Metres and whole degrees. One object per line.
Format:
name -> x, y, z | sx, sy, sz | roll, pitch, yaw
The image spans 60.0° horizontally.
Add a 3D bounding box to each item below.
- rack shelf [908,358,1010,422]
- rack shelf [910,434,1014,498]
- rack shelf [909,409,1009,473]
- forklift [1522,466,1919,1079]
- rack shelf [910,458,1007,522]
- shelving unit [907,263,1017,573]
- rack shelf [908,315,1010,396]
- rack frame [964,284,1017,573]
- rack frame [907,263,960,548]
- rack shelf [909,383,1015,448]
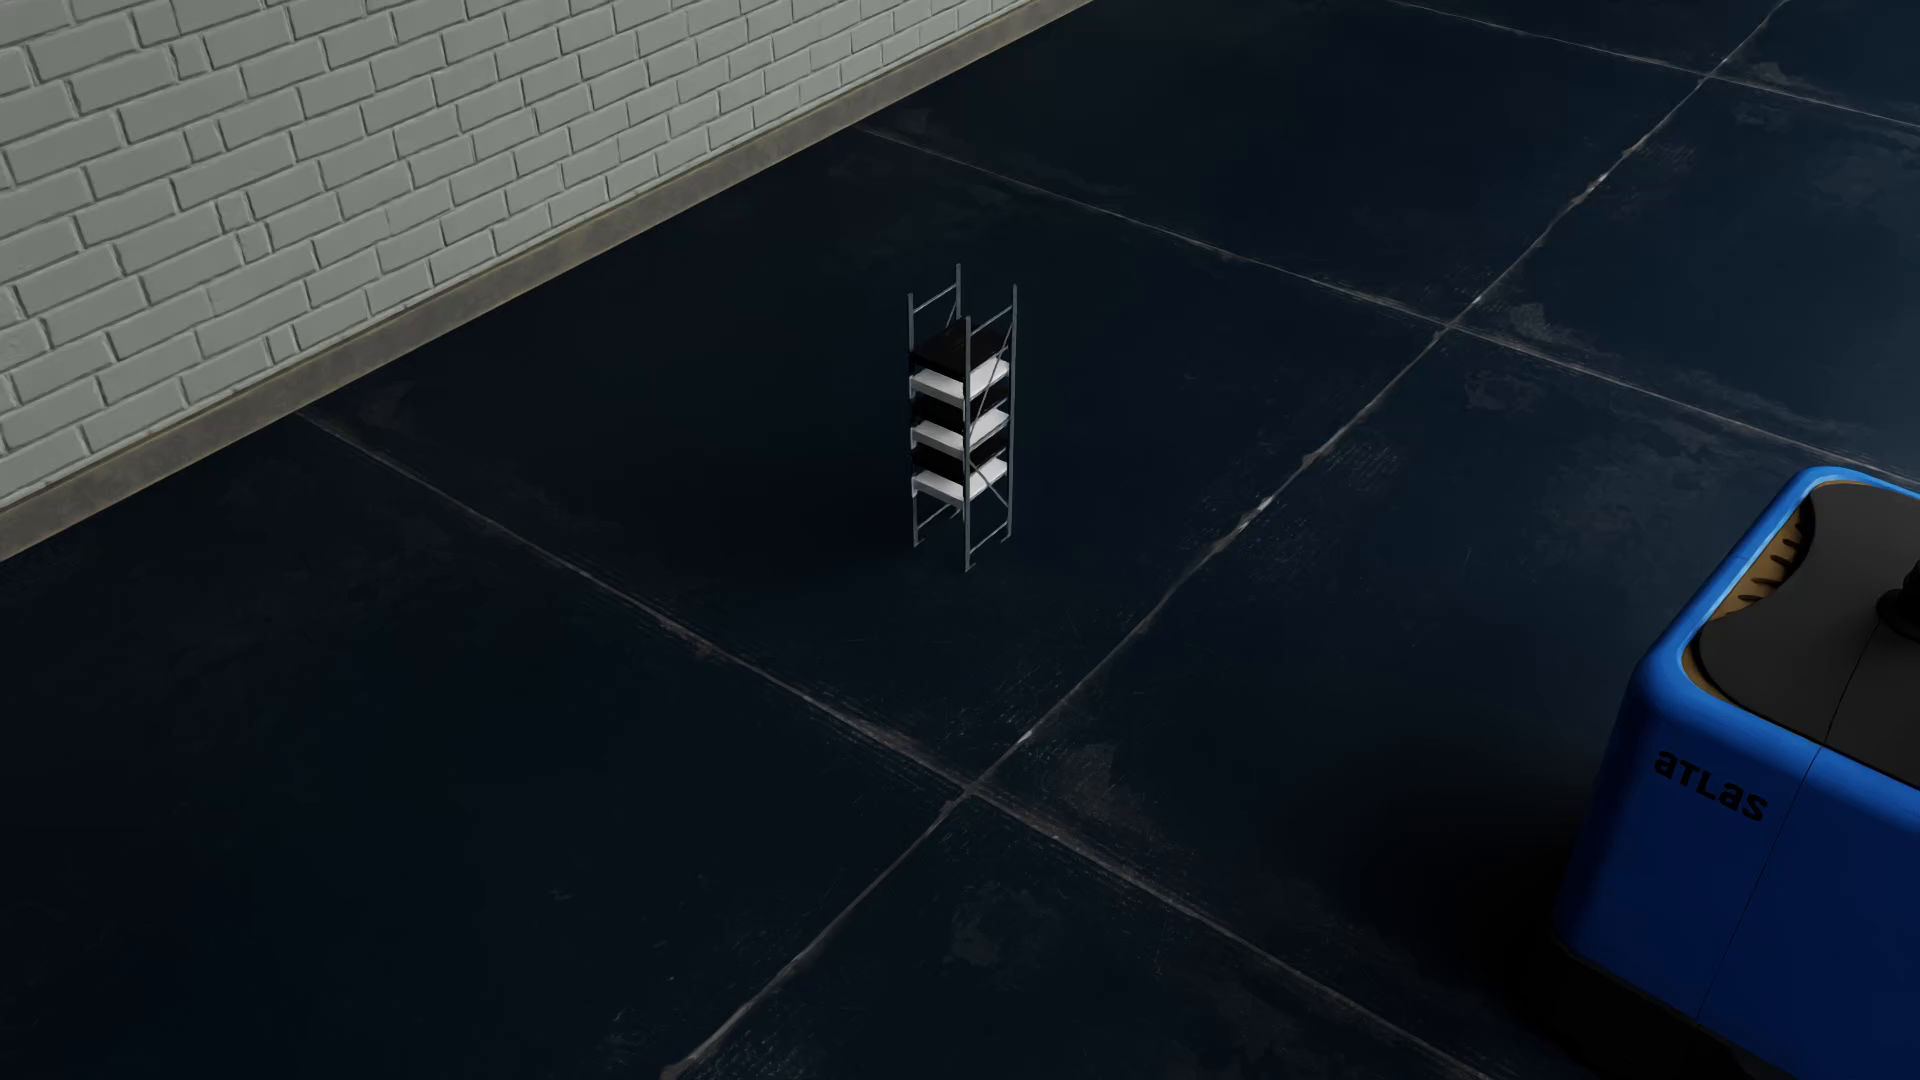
rack shelf -> 0.006, -0.467, 4.878 | 0.200, 0.077, 0.258 | 25, 45, 29
rack shelf -> 0.006, -0.254, 5.045 | 0.200, 0.077, 0.258 | 25, 45, 29
rack shelf -> 0.006, -0.325, 4.989 | 0.200, 0.077, 0.258 | 25, 45, 29
forklift -> 2.729, 0.322, 2.461 | 3.031, 2.935, 1.130 | 28, 46, 31
rack shelf -> 0.006, -0.183, 5.100 | 0.200, 0.077, 0.258 | 25, 45, 29
shelving unit -> 0.006, -0.351, 4.969 | 0.210, 0.900, 0.258 | 25, 45, 29
rack shelf -> 0.006, -0.538, 4.823 | 0.200, 0.077, 0.258 | 25, 45, 29
rack frame -> 0.087, -0.313, 4.920 | 0.006, 0.900, 0.240 | 25, 45, 29
rack frame -> -0.074, -0.389, 5.017 | 0.006, 0.900, 0.240 | 25, 45, 29
rack shelf -> 0.006, -0.396, 4.934 | 0.200, 0.077, 0.258 | 25, 45, 29
